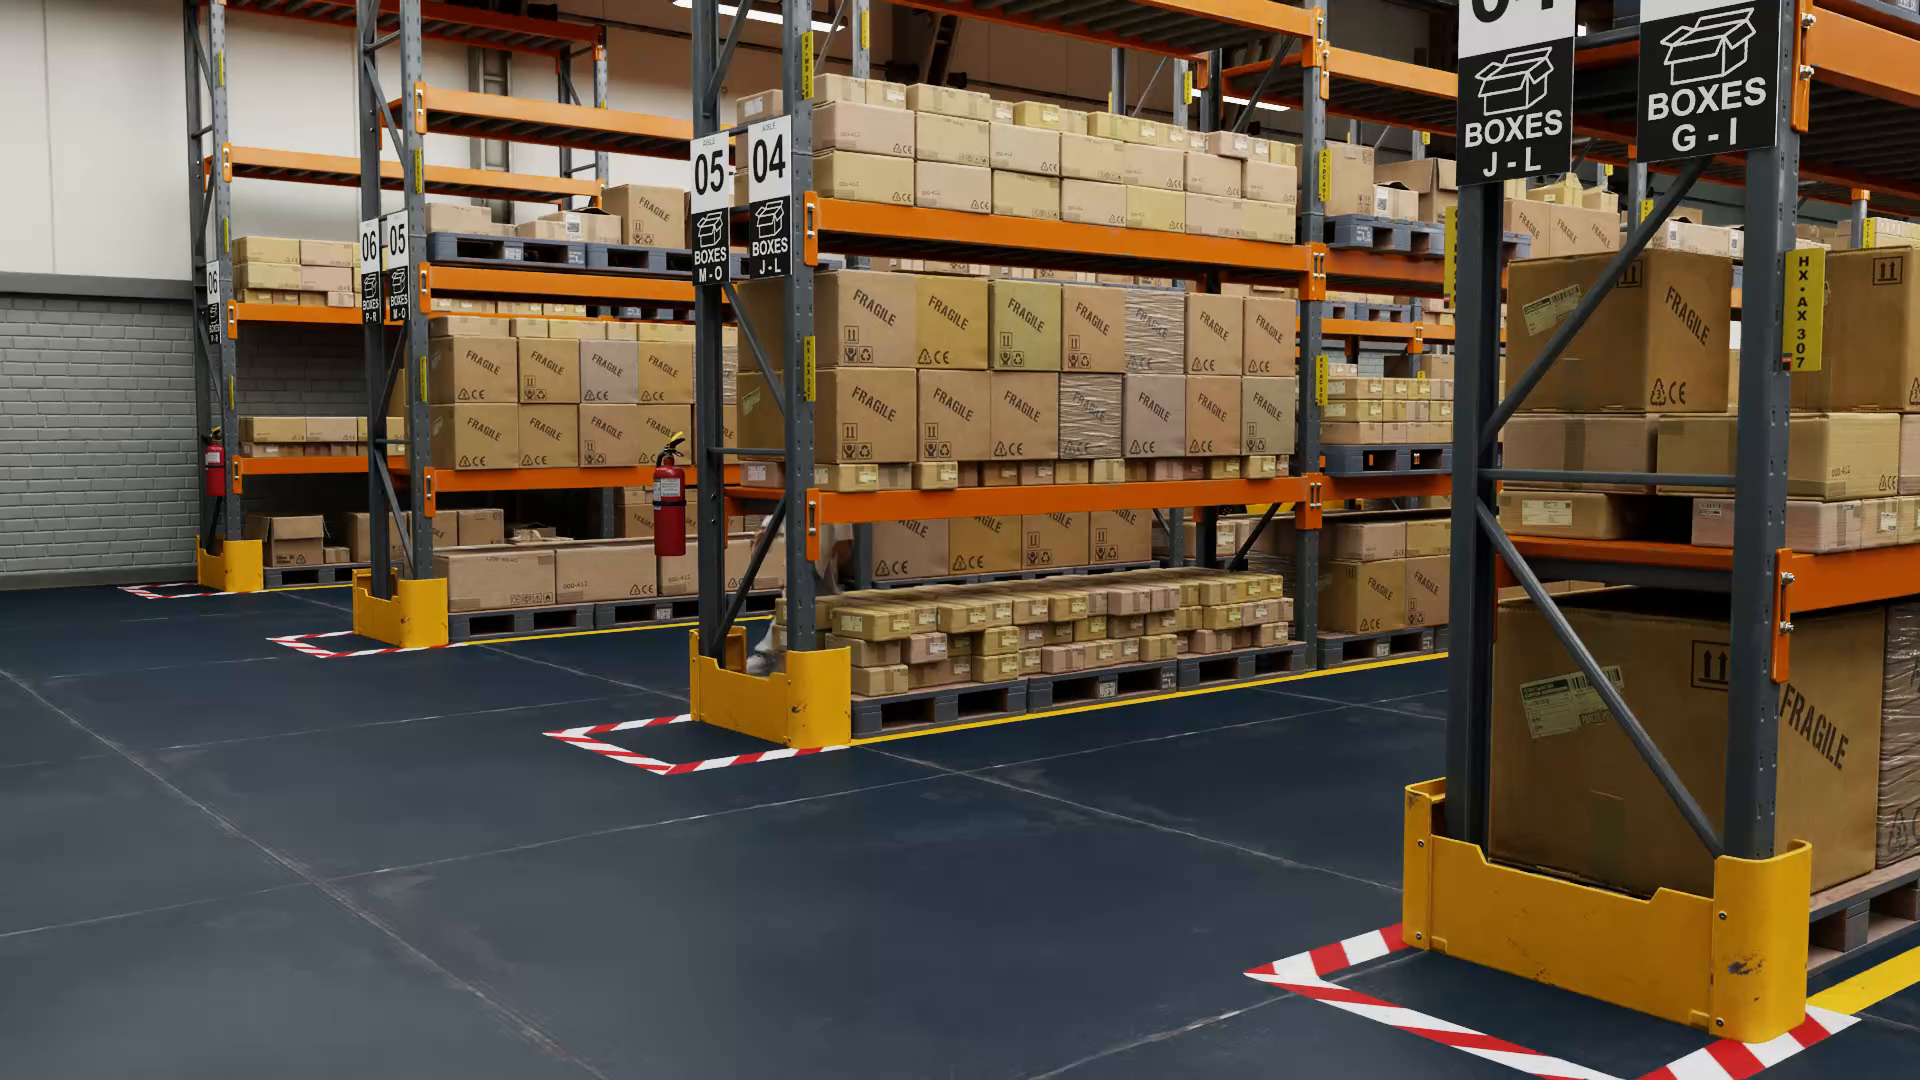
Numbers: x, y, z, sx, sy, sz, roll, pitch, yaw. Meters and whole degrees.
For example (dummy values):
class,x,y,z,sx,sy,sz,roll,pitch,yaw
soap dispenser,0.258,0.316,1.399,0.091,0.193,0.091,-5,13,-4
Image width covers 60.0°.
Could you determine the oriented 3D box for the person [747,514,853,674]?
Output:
class,x,y,z,sx,sy,sz,roll,pitch,yaw
person,-1.065,-0.019,10.951,1.116,1.719,0.589,-3,5,-37
